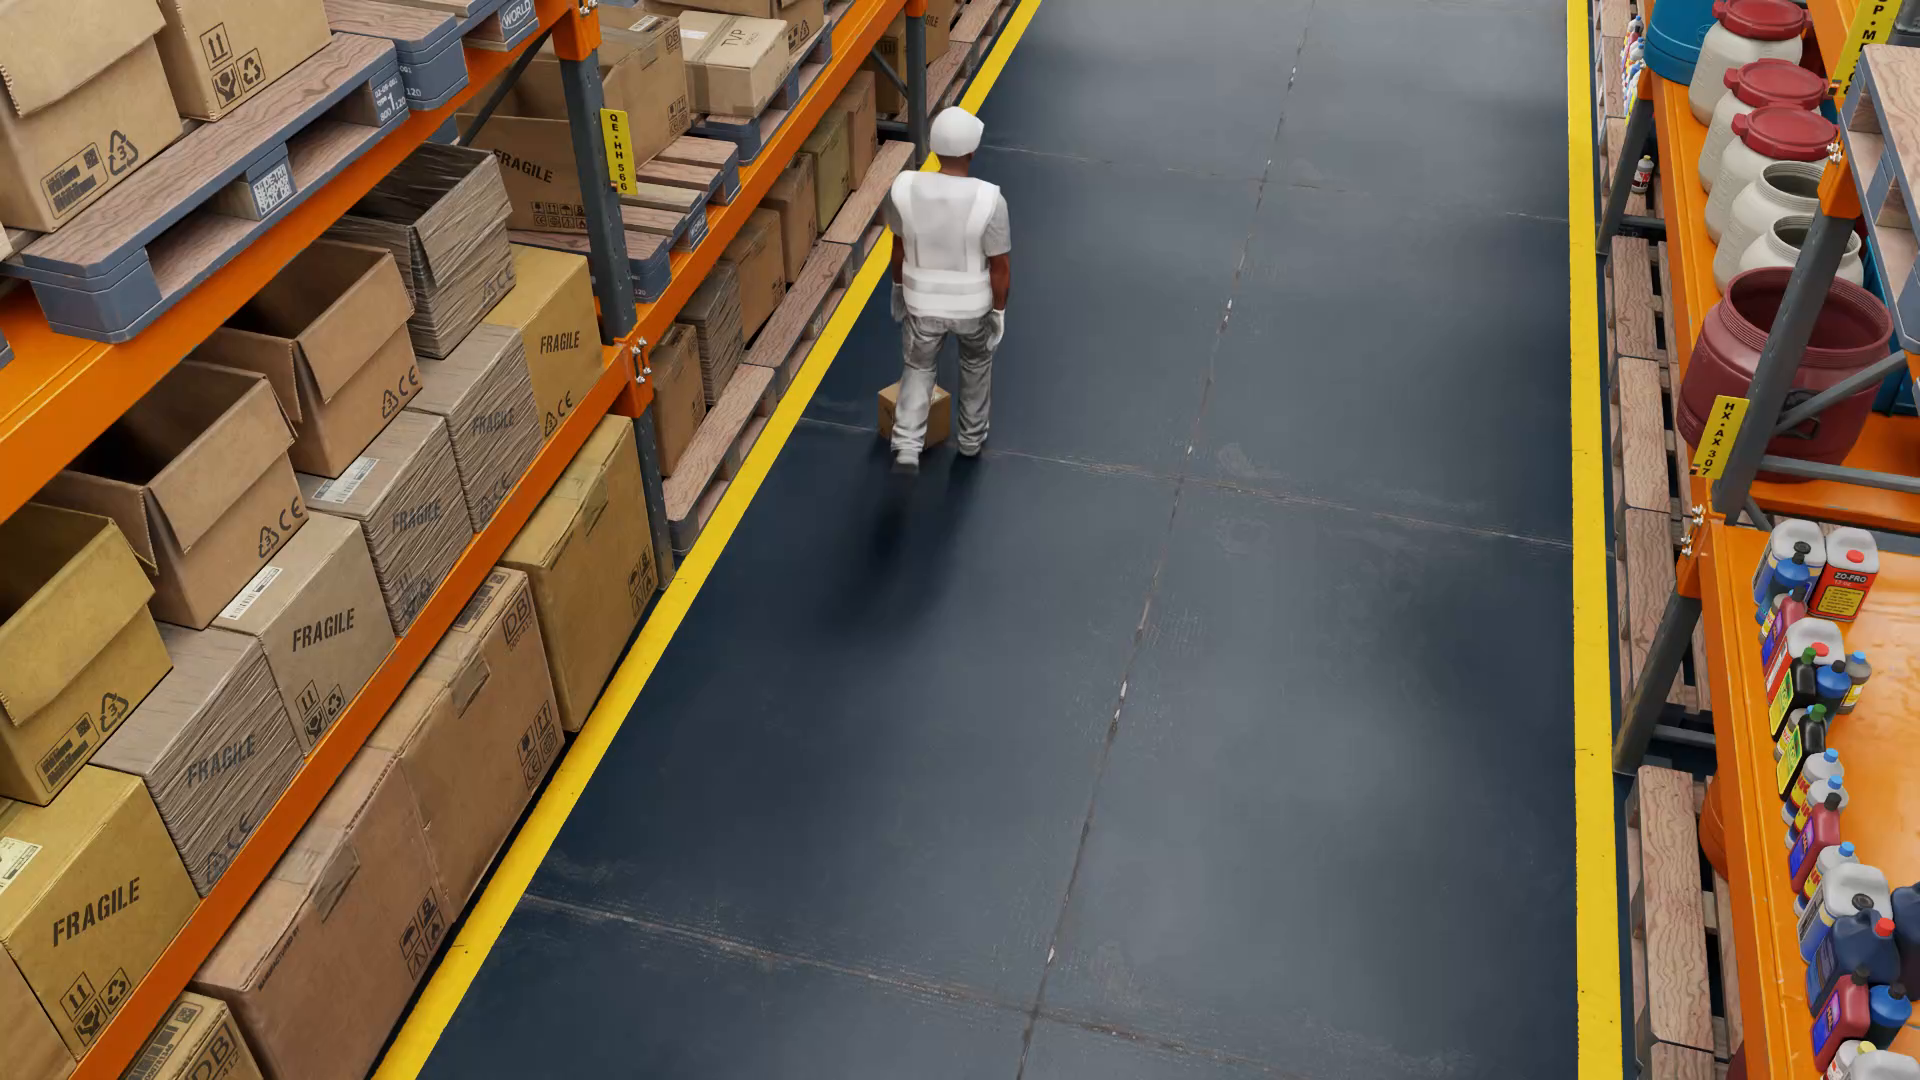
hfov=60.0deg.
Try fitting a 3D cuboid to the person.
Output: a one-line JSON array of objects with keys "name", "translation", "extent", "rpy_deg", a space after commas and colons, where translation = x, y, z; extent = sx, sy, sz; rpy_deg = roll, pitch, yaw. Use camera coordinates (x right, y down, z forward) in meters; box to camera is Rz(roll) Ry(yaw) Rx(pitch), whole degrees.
[{"name": "person", "translation": [-0.068, -1.014, 7.310], "extent": [0.564, 1.762, 0.803], "rpy_deg": [8, 41, 9]}]
